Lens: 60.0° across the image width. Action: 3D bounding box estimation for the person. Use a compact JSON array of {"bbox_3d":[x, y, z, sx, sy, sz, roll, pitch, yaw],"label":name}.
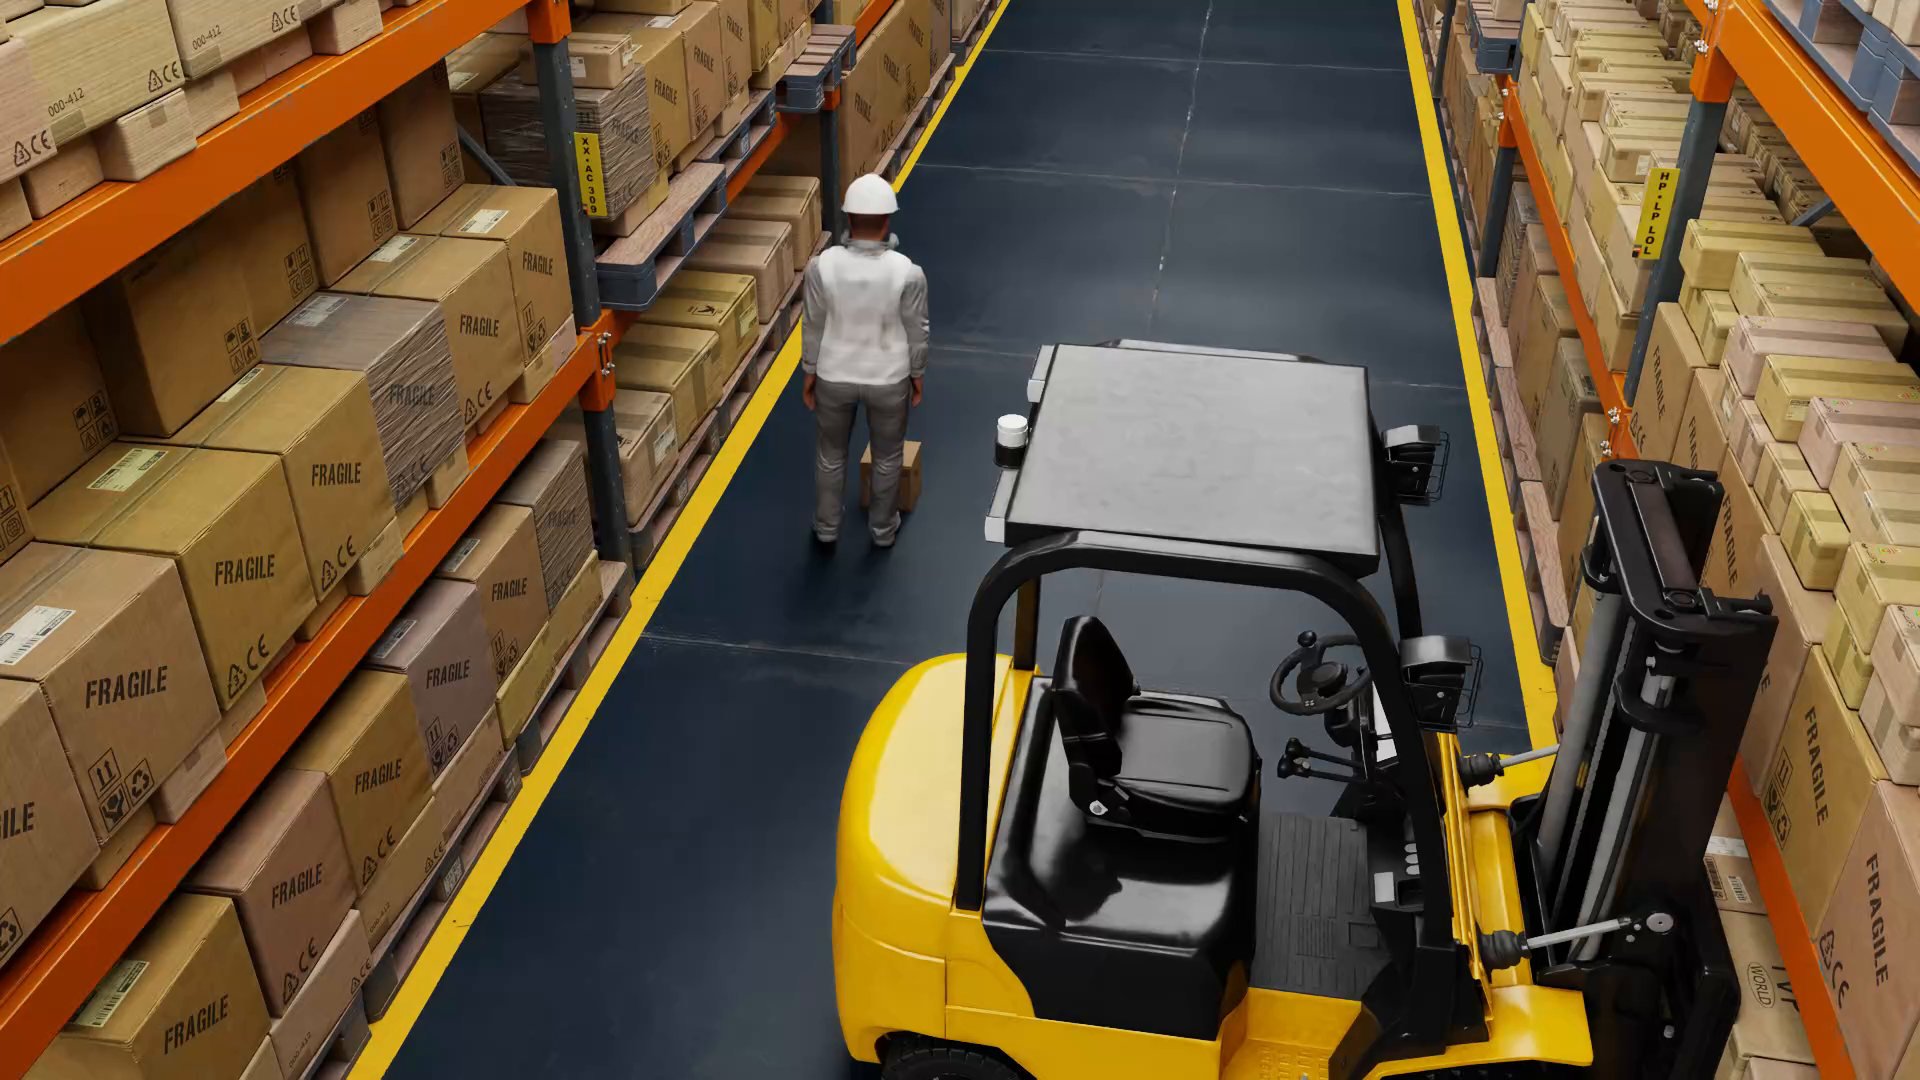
[{"bbox_3d":[-0.415,-0.742,7.278,0.590,1.793,0.460,3,32,4],"label":"person"}]
